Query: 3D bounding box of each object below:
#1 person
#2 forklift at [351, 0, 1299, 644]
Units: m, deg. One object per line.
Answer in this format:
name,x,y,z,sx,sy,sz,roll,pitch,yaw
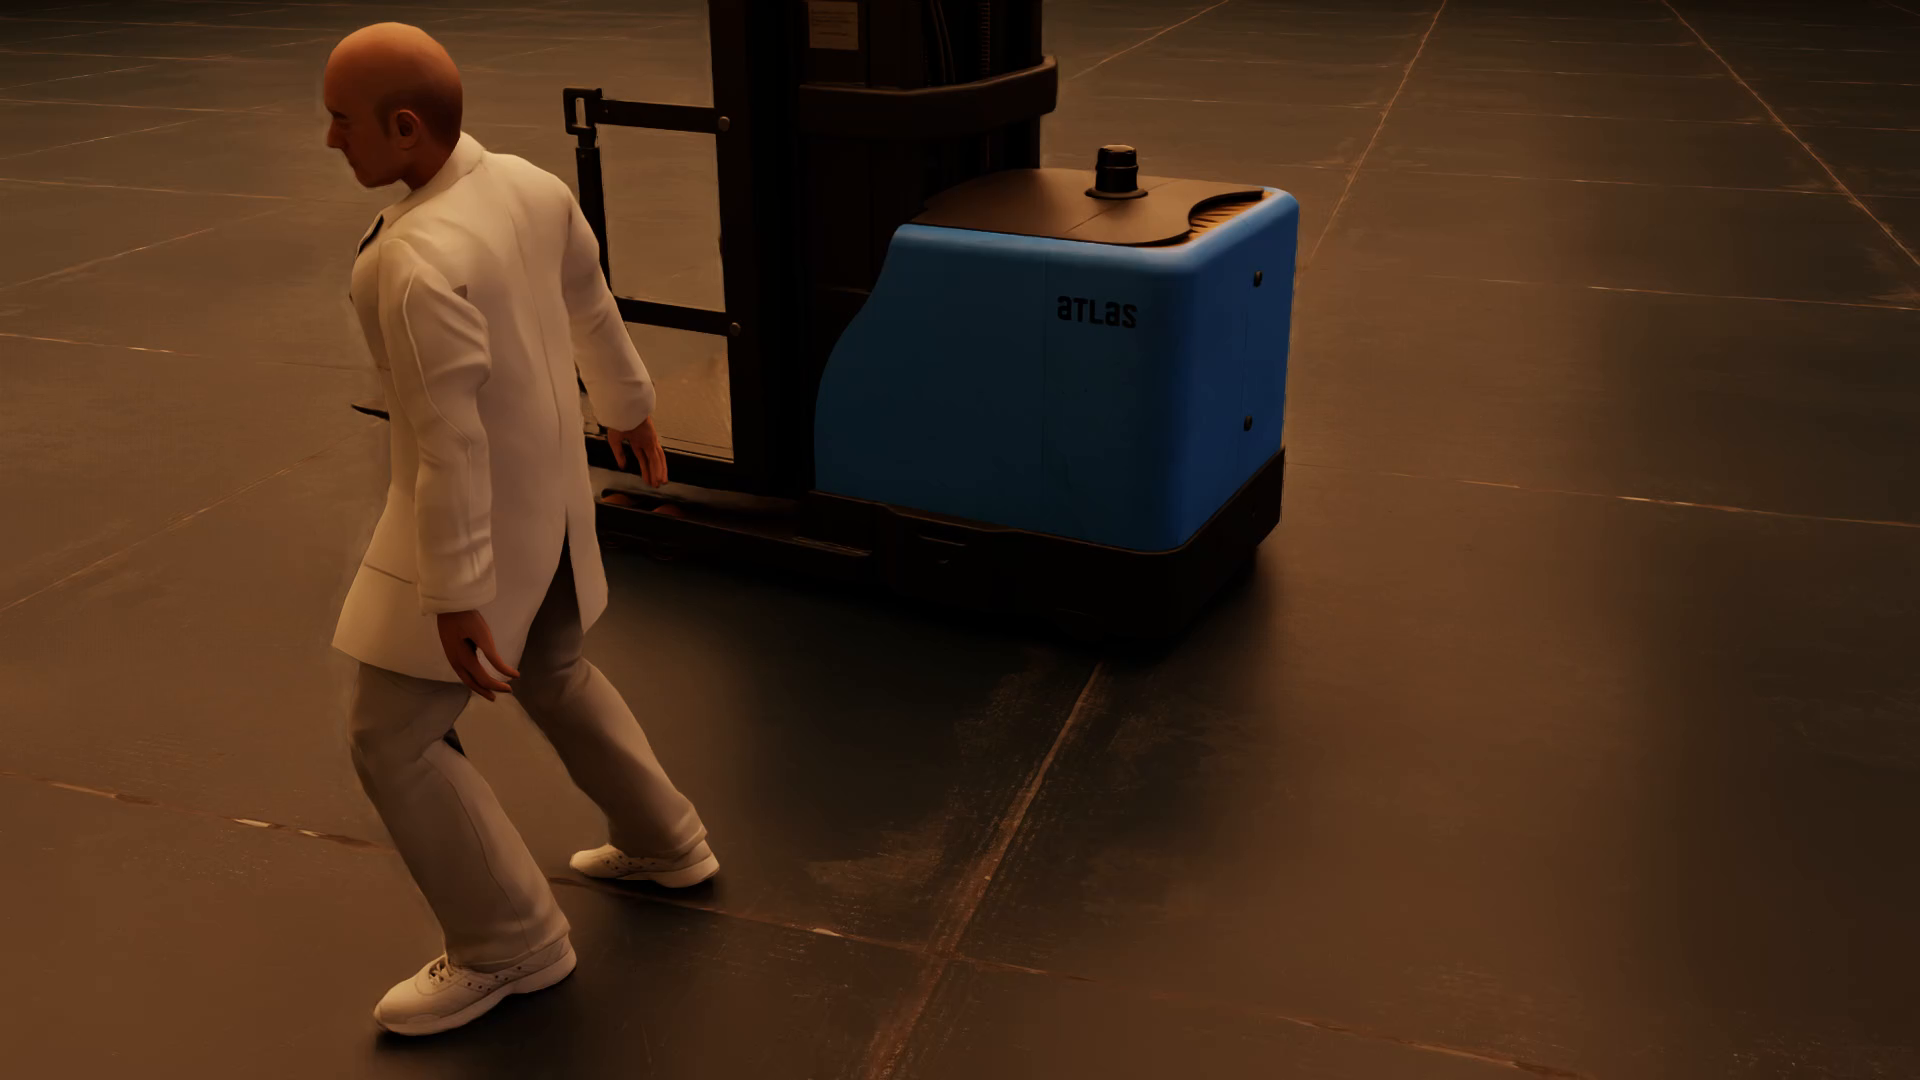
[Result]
person,-0.790,-0.032,3.026,0.551,1.760,0.919,5,23,13
forklift,-0.574,-1.459,4.813,3.031,2.935,1.130,11,25,25
